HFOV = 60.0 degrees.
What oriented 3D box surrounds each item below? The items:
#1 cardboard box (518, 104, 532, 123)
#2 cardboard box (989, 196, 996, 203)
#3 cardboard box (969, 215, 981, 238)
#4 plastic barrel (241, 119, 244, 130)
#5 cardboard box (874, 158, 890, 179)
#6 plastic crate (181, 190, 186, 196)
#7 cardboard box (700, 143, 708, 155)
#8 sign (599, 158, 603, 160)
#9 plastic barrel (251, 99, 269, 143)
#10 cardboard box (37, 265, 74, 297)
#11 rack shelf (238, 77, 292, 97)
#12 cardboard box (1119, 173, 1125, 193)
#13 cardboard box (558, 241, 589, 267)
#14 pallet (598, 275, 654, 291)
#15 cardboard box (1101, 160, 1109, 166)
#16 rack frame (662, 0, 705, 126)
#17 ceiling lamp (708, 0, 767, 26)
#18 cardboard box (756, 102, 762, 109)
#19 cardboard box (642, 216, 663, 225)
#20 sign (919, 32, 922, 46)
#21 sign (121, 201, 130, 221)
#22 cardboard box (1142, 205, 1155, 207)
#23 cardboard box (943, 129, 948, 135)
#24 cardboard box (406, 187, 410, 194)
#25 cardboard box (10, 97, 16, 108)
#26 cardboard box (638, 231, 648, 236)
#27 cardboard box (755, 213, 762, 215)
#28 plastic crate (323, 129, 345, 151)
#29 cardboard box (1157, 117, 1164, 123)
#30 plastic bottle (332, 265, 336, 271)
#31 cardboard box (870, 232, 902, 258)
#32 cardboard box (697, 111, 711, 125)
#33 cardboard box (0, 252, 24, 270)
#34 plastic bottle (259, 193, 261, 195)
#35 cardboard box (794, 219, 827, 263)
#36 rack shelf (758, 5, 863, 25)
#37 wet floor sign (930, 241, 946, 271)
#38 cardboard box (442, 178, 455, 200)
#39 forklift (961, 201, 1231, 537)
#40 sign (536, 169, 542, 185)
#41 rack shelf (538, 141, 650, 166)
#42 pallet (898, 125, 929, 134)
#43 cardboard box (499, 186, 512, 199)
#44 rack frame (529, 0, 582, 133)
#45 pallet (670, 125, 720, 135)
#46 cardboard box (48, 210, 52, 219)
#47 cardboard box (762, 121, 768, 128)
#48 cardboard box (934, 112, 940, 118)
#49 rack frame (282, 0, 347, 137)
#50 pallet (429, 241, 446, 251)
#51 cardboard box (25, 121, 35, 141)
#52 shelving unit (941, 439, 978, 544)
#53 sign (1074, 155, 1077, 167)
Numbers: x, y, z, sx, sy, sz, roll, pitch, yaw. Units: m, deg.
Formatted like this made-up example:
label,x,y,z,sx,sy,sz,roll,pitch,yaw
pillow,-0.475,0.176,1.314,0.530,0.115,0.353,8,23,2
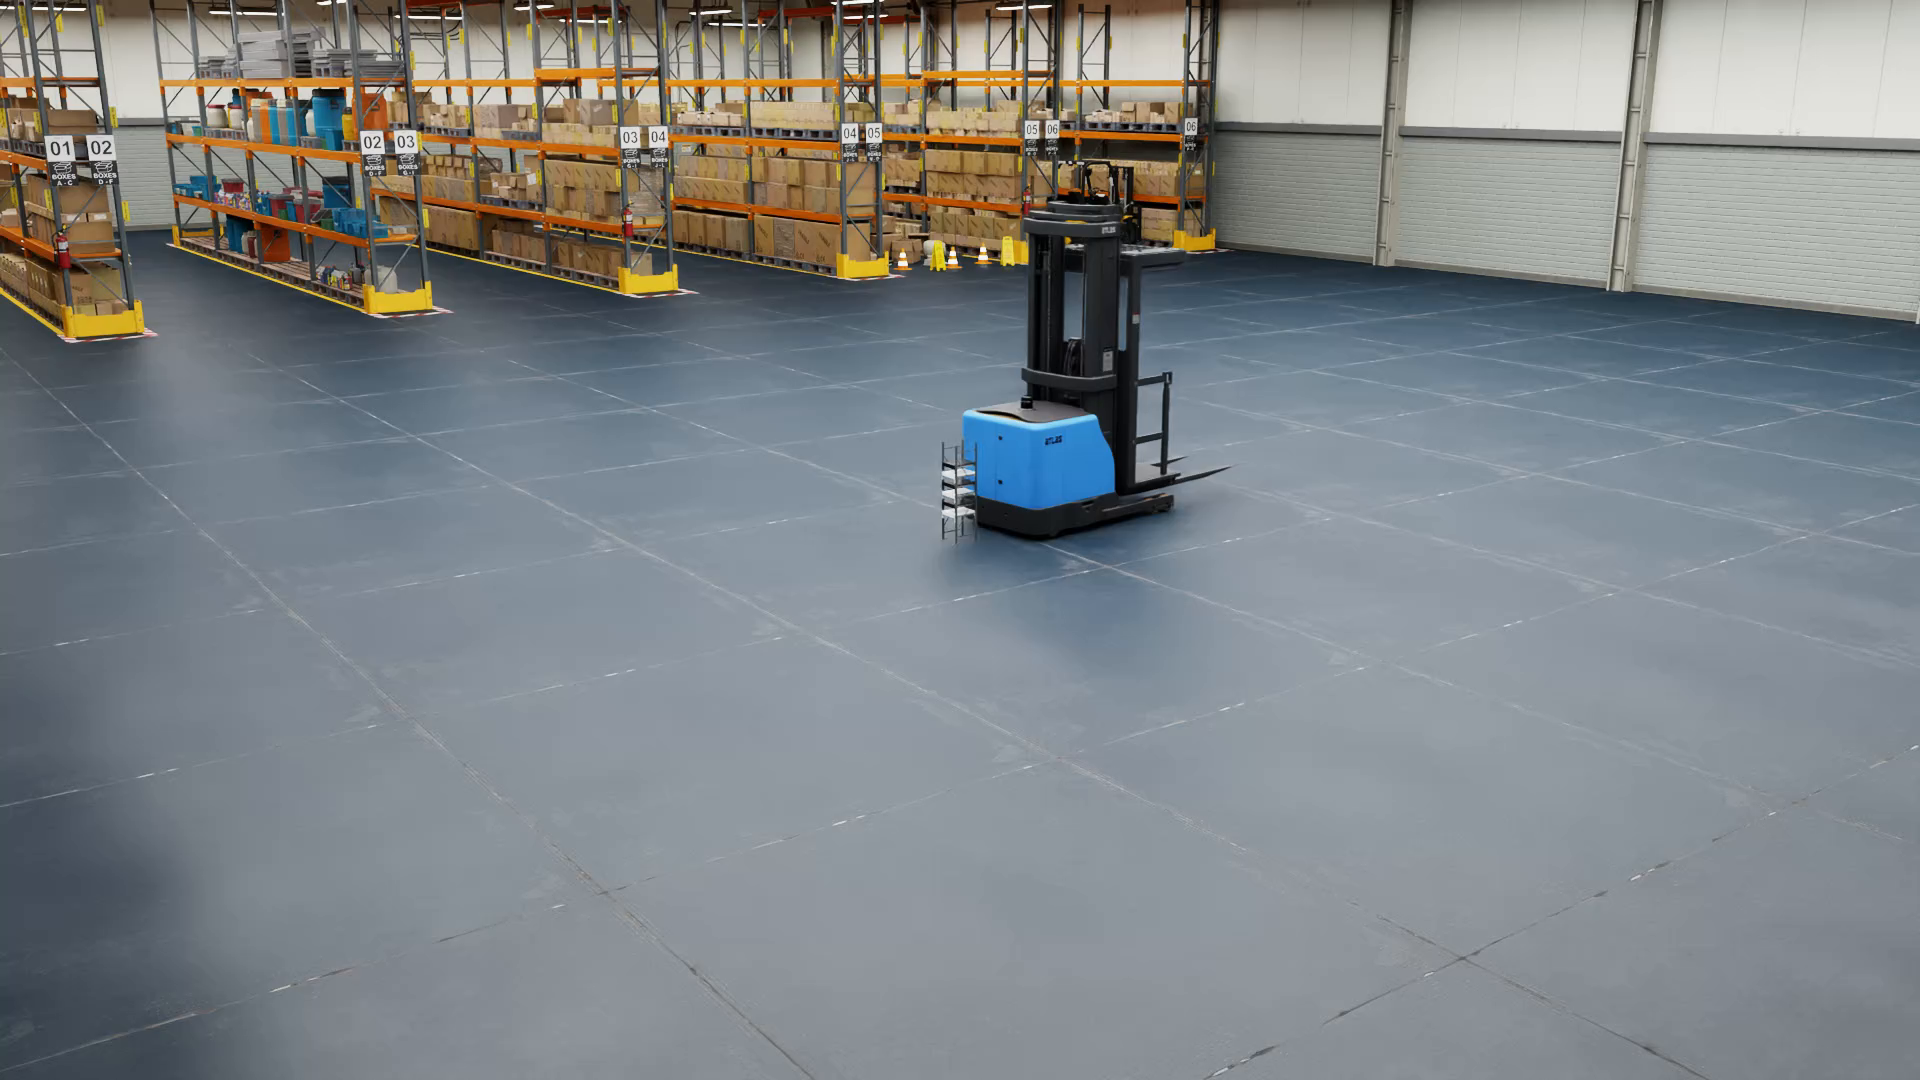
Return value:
label,x,y,z,sx,sy,sz,roll,pitch,yaw
cardboard box,-9.812,-9.578,37.570,0.500,0.500,0.500,-10,18,-34
cardboard box,0.895,-8.021,39.177,0.380,0.149,0.250,-10,18,-34
cardboard box,0.553,-7.539,39.932,0.500,0.500,0.500,-11,19,-36
plastic barrel,-15.639,-9.141,36.576,0.301,0.262,0.301,0,15,0
cardboard box,-1.873,-9.591,42.887,0.500,0.500,0.500,-12,19,-37
plastic crate,-19.195,-8.632,41.318,0.250,0.136,0.298,-11,19,-35
cardboard box,-7.520,-11.751,50.245,0.500,0.500,0.500,-11,19,-36
sign,-9.599,-10.055,44.491,0.100,0.325,0.005,-11,19,-35
plastic barrel,-14.583,-8.832,35.030,0.600,0.901,0.600,0,15,0
cardboard box,-15.644,-4.500,28.829,0.500,0.500,0.500,-11,19,-35
rack shelf,-13.714,-9.279,34.051,1.077,0.370,4.000,-11,19,-35
cardboard box,4.443,-9.162,42.679,0.500,0.500,0.500,-11,19,-34
cardboard box,-8.329,-6.172,35.884,0.500,0.500,0.500,-12,19,-36
pallet,-6.674,-5.263,33.904,1.003,0.211,1.213,-11,19,-35
cardboard box,3.897,-9.801,43.221,0.380,0.149,0.250,-10,18,-33
rack frame,-6.813,-11.763,41.007,1.000,3.000,0.127,-11,19,-35
ceiling lamp,-7.018,-18.058,52.952,2.000,3.185,0.800,-11,19,-35
cardboard box,-4.370,-9.791,37.466,0.380,0.149,0.250,-11,19,-35
cardboard box,-6.155,-6.389,33.214,0.380,0.149,0.250,-11,19,-35
sign,-0.962,-12.138,40.309,0.100,0.325,0.005,-11,19,-35
sign,-13.743,-5.416,27.393,0.100,0.325,0.005,-11,19,-35
cardboard box,4.841,-8.538,43.107,0.500,0.250,0.500,-11,19,-36
cardboard box,-0.187,-9.925,40.452,0.380,0.149,0.250,-11,19,-34
cardboard box,-13.982,-8.978,42.672,0.380,0.149,0.250,-11,19,-35
cardboard box,-17.232,-7.924,30.733,0.500,0.500,0.500,-9,18,-29
cardboard box,-8.037,-8.188,43.249,0.500,0.500,0.500,-12,19,-37
cardboard box,-5.502,-9.631,48.639,0.875,0.438,0.875,-11,19,-35
plastic crate,-11.551,-7.443,30.937,0.392,0.384,0.575,-11,19,-35
cardboard box,5.116,-10.428,41.304,0.380,0.149,0.250,-12,19,-36
plastic bottle,-12.283,-5.218,32.643,0.144,0.351,0.185,-11,19,-35
cardboard box,-1.801,-6.993,39.414,0.797,0.637,0.503,-11,19,-35
cardboard box,-5.968,-10.118,39.865,0.500,0.311,0.500,-11,19,-36
cardboard box,-18.829,-5.573,33.108,0.500,0.311,0.500,-10,18,-33
plastic bottle,-16.159,-7.898,38.485,0.152,0.276,0.135,-11,19,-35
cardboard box,-3.080,-6.661,36.959,0.875,0.875,0.875,-11,19,-35
rack shelf,-4.044,-14.236,45.109,1.077,0.370,4.000,-11,19,-35
wet floor sign,-0.490,-6.326,36.968,0.232,0.644,0.267,14,21,42
cardboard box,-12.269,-8.562,40.489,0.500,0.500,0.500,-10,18,-33
forklift,1.433,-1.745,15.901,3.031,2.935,1.130,-14,20,-41
sign,-8.979,-7.738,35.473,0.100,0.325,0.005,-11,19,-35
rack shelf,-7.356,-7.939,34.083,1.077,0.370,4.000,-11,19,-35
pallet,-0.793,-10.309,41.735,1.213,0.211,1.003,-11,19,-35
cardboard box,-10.085,-7.857,37.591,0.500,0.250,0.500,-12,19,-36
rack frame,-8.532,-10.160,35.152,1.000,3.000,0.127,-11,19,-35
pallet,-6.391,-10.096,40.955,1.213,0.211,1.003,-10,18,-32
cardboard box,-15.181,-5.509,28.104,0.380,0.149,0.250,-10,18,-33
cardboard box,-4.222,-9.352,37.373,0.380,0.149,0.250,-11,19,-35
cardboard box,-0.418,-10.346,40.479,0.380,0.149,0.250,-10,18,-33
rack frame,-12.538,-9.391,32.343,1.000,3.000,0.127,-11,19,-35
pallet,-12.721,-7.477,41.994,1.003,0.211,1.213,-11,19,-35
cardboard box,-15.413,-6.873,27.933,0.500,0.311,0.500,-8,17,-28
shelving unit,-0.005,-0.436,14.964,0.258,0.900,0.210,-11,19,-35
sign,3.064,-10.010,43.924,0.100,0.325,0.005,-11,19,-35
